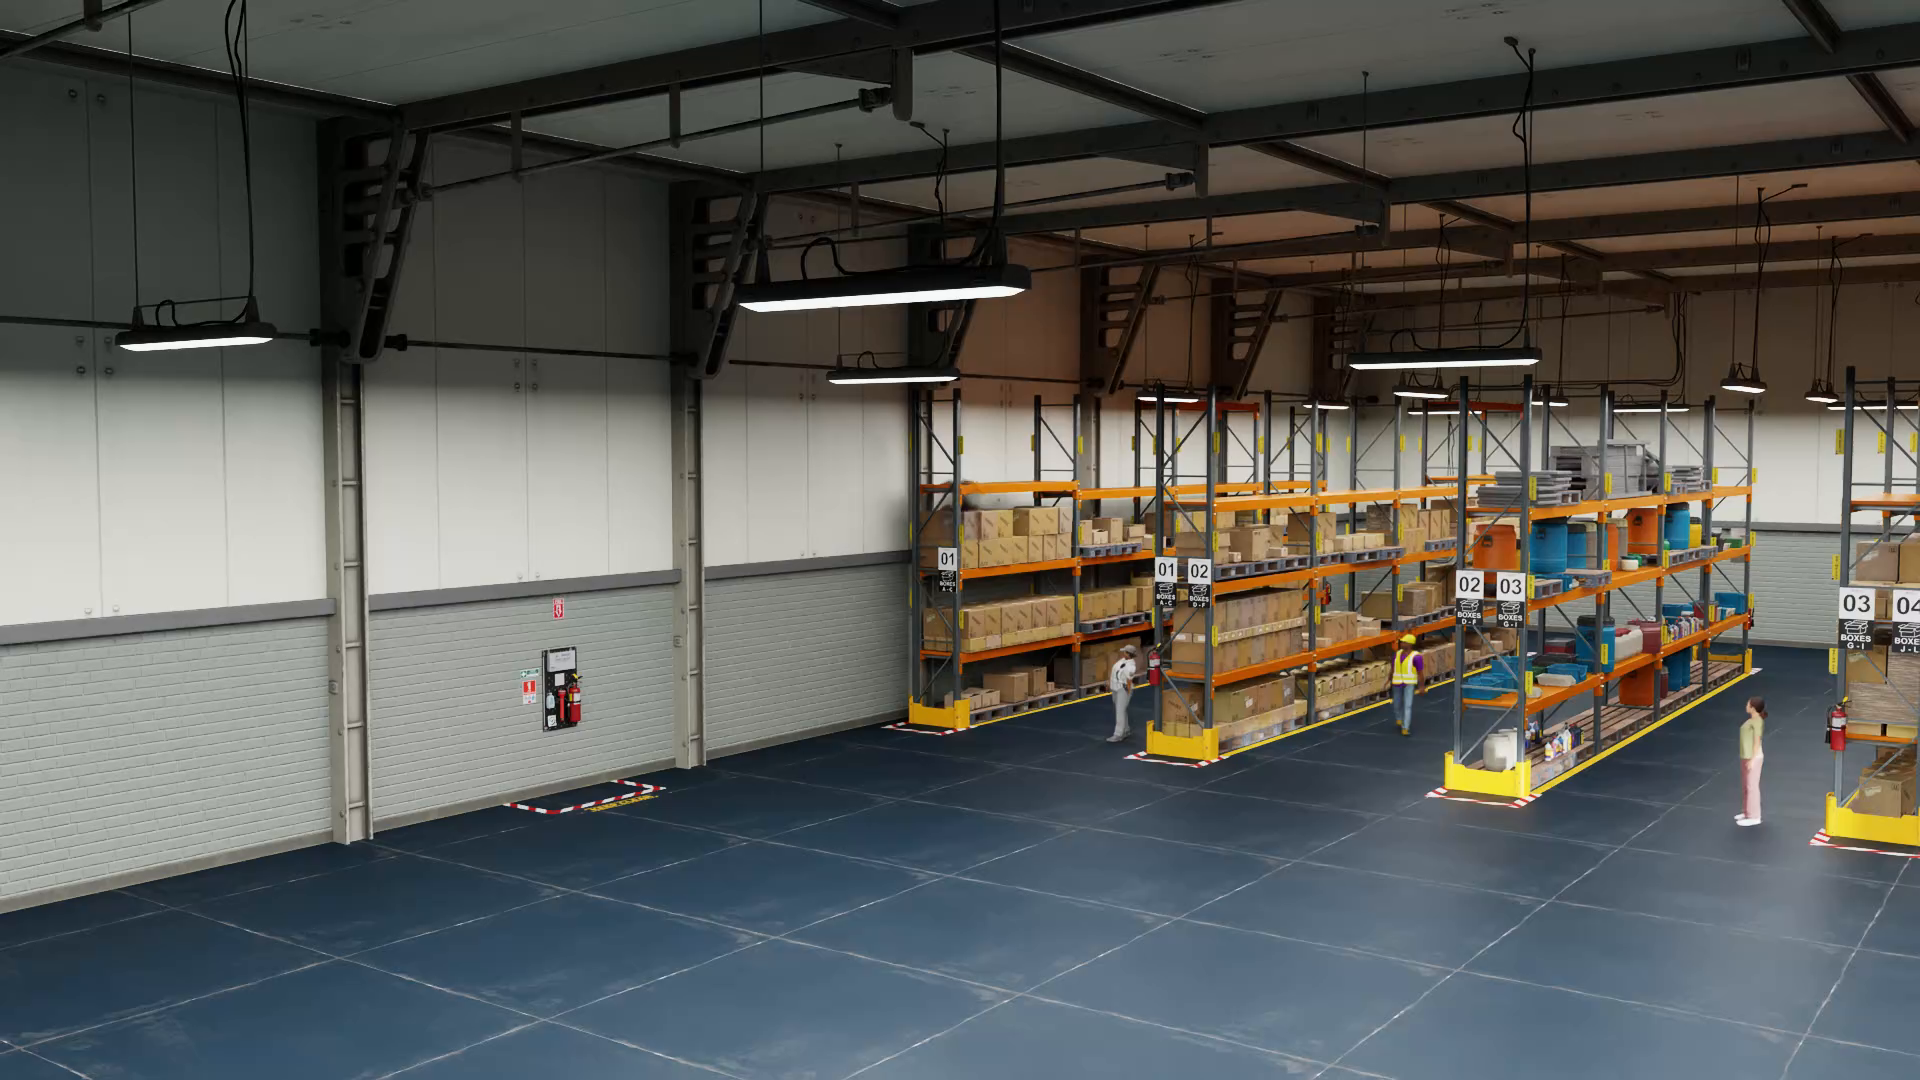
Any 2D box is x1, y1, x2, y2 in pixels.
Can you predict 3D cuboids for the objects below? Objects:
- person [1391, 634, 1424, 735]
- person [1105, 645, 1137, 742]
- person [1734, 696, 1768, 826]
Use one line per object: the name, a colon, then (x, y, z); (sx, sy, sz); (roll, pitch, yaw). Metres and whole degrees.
person: (7.758, 2.495, 28.867); (0.567, 1.725, 0.955); (1, 4, 22)
person: (2.679, 2.582, 28.326); (0.671, 1.618, 0.628); (-1, 4, -24)
person: (10.473, 2.913, 22.030); (0.402, 1.692, 0.459); (0, 3, 9)
